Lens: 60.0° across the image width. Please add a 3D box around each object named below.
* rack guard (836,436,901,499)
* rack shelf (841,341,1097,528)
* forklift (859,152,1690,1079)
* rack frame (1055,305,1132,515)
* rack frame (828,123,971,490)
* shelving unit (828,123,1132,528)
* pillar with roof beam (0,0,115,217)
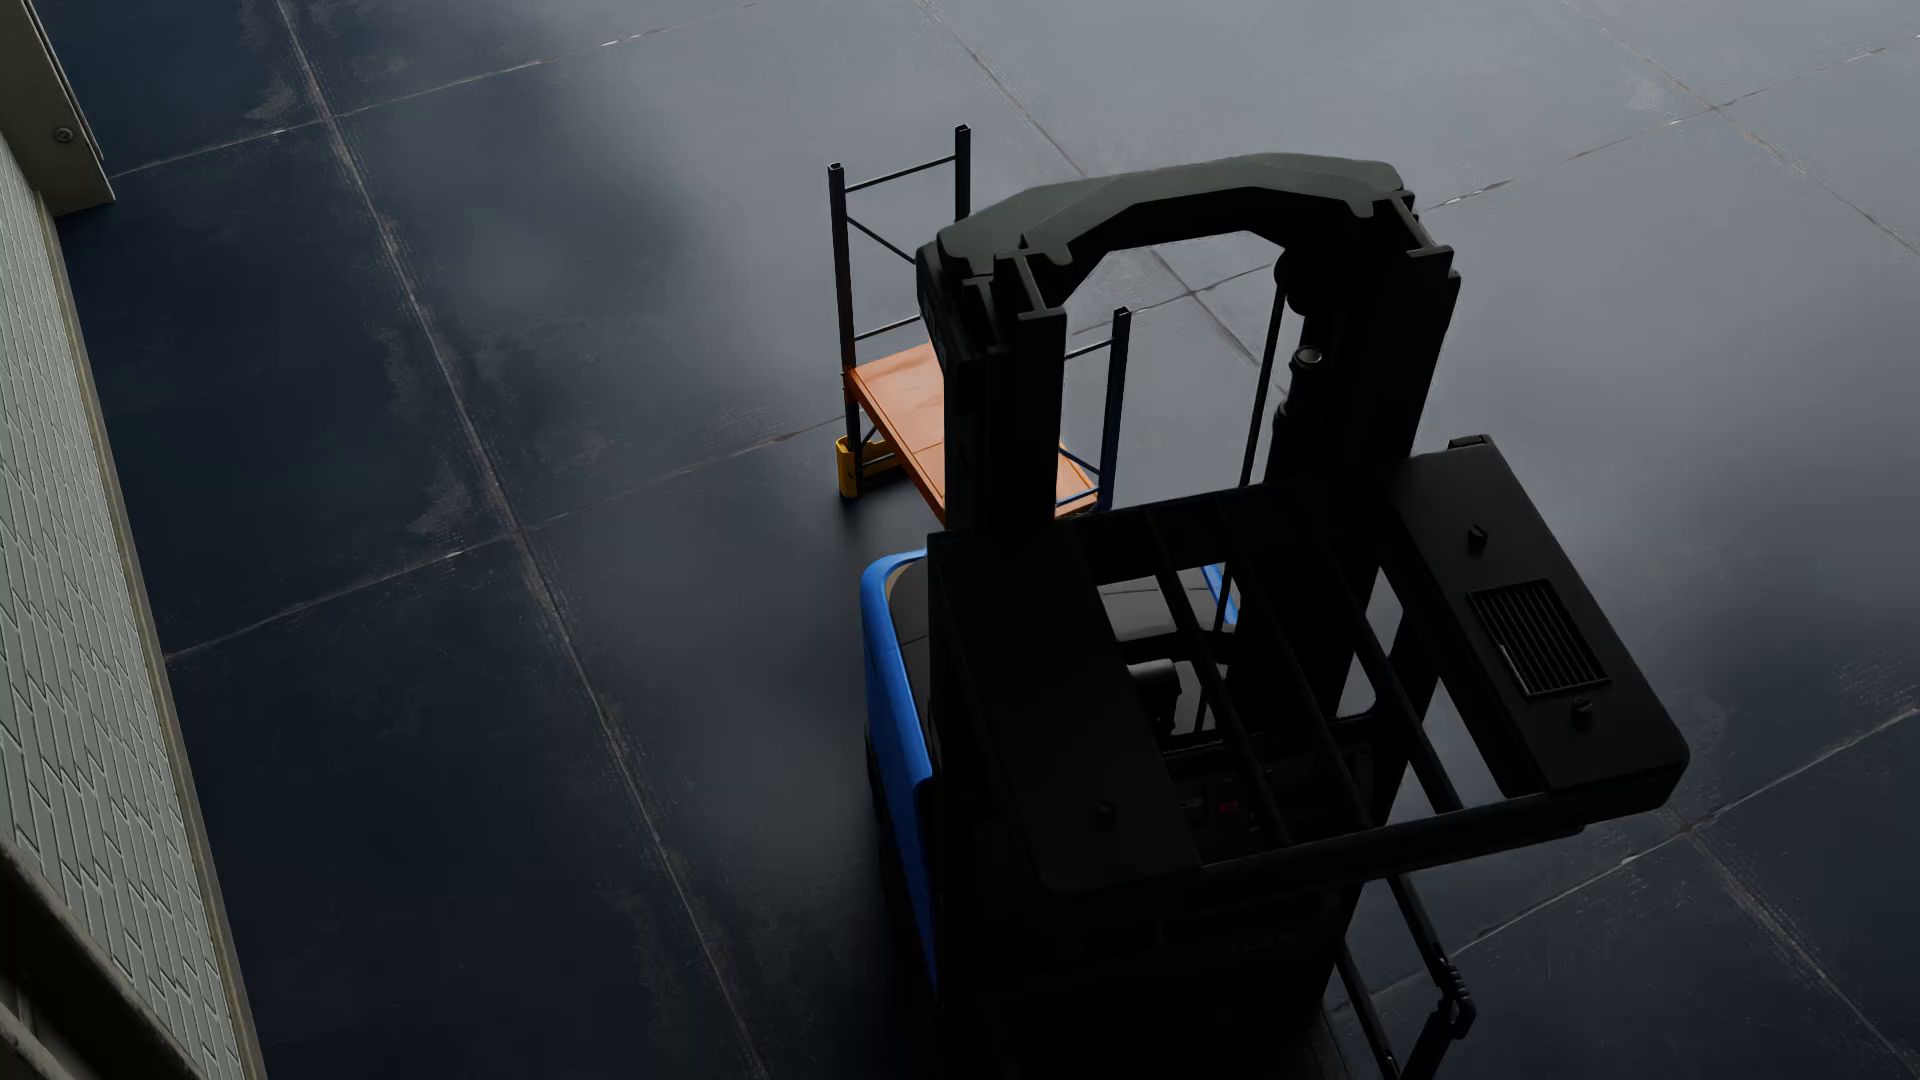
[{"bbox_3d":[-0.193,-0.365,6.403,0.587,0.250,0.087,-21,52,-18],"label":"rack guard"},{"bbox_3d":[0.039,-0.318,5.771,0.538,0.185,1.000,-21,52,-18],"label":"rack shelf"},{"bbox_3d":[0.539,0.793,3.609,1.130,2.935,3.031,-10,50,-9],"label":"forklift"},{"bbox_3d":[0.272,-0.096,5.338,0.500,1.500,0.032,-21,52,-18],"label":"rack frame"},{"bbox_3d":[-0.194,-0.777,5.933,0.500,1.500,0.032,-21,52,-18],"label":"rack frame"},{"bbox_3d":[0.035,-0.443,5.641,0.587,1.500,1.083,-21,52,-18],"label":"shelving unit"},{"bbox_3d":[-0.265,-6.079,5.589,9.100,9.000,0.400,-21,52,-18],"label":"pillar with roof beam"}]
